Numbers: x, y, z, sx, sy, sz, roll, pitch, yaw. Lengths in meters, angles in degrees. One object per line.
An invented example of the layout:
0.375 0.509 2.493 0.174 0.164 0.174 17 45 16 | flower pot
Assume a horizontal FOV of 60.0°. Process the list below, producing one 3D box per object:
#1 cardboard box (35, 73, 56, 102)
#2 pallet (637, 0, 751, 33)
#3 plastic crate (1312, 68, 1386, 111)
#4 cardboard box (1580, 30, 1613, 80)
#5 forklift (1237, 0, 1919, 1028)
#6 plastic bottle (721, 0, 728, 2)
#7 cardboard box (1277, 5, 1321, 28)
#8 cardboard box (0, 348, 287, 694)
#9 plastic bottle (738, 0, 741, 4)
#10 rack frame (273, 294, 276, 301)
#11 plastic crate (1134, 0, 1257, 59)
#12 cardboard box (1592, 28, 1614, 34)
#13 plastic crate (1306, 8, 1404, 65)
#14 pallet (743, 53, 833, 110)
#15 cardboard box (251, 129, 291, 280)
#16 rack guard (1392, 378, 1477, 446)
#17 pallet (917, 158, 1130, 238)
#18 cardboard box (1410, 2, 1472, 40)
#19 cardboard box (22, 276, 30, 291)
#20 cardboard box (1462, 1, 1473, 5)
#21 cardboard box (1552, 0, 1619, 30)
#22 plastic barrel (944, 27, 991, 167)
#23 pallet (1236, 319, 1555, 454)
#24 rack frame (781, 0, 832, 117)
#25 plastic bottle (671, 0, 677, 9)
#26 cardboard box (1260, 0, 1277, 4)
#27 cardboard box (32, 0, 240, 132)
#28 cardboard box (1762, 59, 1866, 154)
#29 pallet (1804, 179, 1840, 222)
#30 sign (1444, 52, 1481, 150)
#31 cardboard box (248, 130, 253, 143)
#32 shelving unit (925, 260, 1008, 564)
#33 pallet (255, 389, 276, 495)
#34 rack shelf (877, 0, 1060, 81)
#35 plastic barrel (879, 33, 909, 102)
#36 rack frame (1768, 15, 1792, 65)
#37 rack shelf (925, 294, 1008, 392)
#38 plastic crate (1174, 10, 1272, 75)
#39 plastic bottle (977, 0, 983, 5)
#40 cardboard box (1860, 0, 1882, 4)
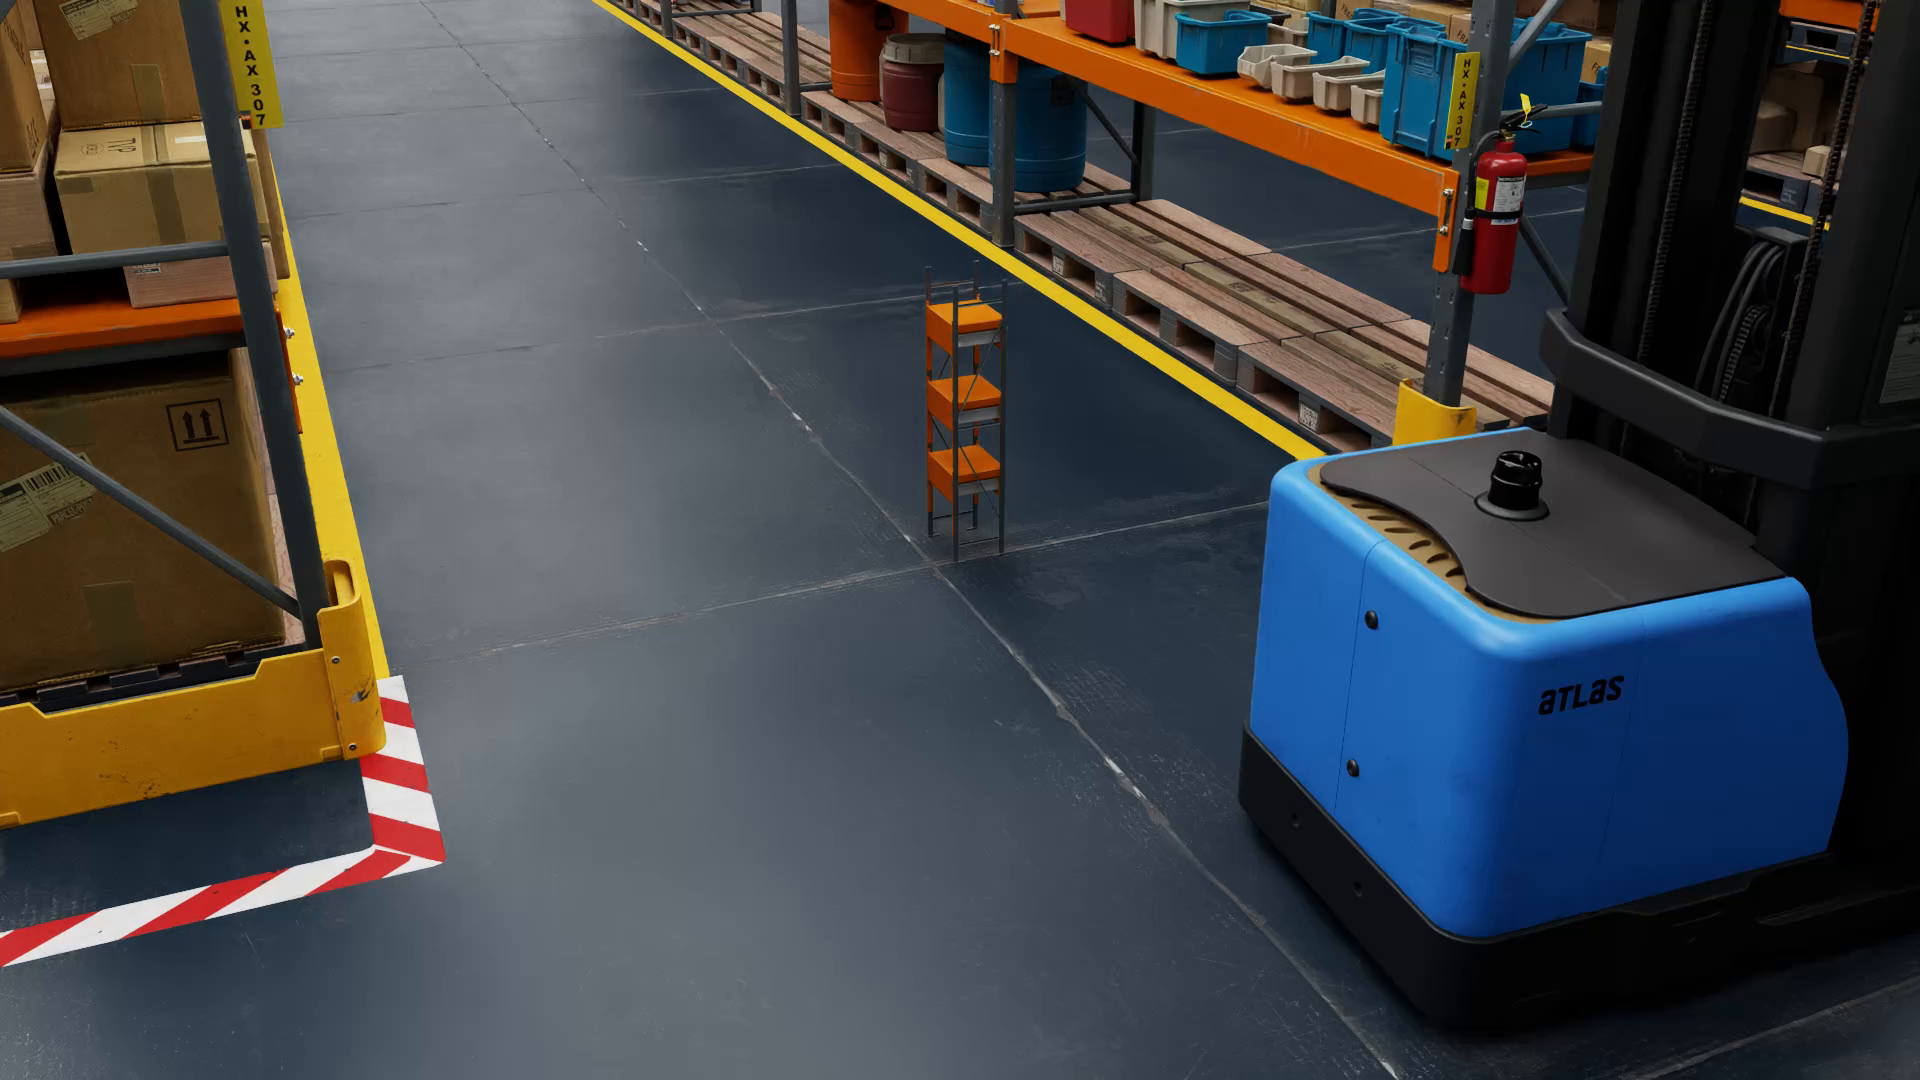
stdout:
-3.150 -1.322 5.372 0.500 0.250 0.500 -12 28 -22 | cardboard box
-2.685 -5.417 17.103 1.003 0.211 1.213 -11 28 -21 | pallet
1.653 -1.873 6.899 0.396 0.136 0.243 -11 28 -21 | plastic crate
4.589 -3.437 12.218 0.500 0.500 0.500 -10 28 -20 | cardboard box
2.343 -0.566 4.069 3.031 2.935 1.130 -9 27 -18 | forklift
-2.431 -5.680 17.058 0.061 0.283 0.133 -11 28 -21 | plastic bottle
3.235 -4.750 15.215 0.500 0.250 0.500 -10 28 -19 | cardboard box
-2.643 -0.174 5.131 0.875 0.875 0.875 -11 28 -21 | cardboard box
-2.222 -5.577 16.941 0.097 0.201 0.097 0 26 0 | plastic bottle
-3.885 -2.311 7.564 1.000 3.000 0.127 -11 28 -21 | rack frame
1.101 -2.487 7.992 0.437 0.282 0.530 -11 28 -21 | plastic crate
5.047 -3.536 12.422 0.500 0.500 0.500 -10 28 -20 | cardboard box
1.812 -2.308 7.680 0.416 0.233 0.300 -11 28 -21 | plastic crate
-1.162 -3.843 13.880 1.003 0.211 1.213 -11 28 -21 | pallet
-4.154 -1.800 8.460 1.225 0.875 0.875 -10 28 -20 | cardboard box
2.260 -0.416 6.533 1.175 0.500 0.348 -11 28 -21 | rack guard
0.409 -2.227 10.571 1.003 0.211 1.213 -11 28 -21 | pallet
3.983 -4.054 13.482 0.500 0.500 0.500 -11 28 -21 | cardboard box
-2.864 -0.775 4.704 0.380 0.149 0.250 -10 28 -20 | cardboard box
4.450 -4.154 13.687 0.500 0.500 0.500 -12 28 -22 | cardboard box
4.875 -4.064 12.647 0.500 0.250 0.500 -11 28 -20 | cardboard box
0.198 -2.916 10.716 0.600 0.901 0.708 -11 28 -21 | plastic barrel
1.952 -0.633 7.307 1.003 0.211 1.213 -11 28 -21 | pallet
-0.894 -4.777 12.614 1.000 3.000 0.127 -11 28 -21 | rack frame
-2.889 -5.424 16.629 0.097 0.201 0.097 0 26 0 | plastic bottle
3.024 -5.209 15.516 0.500 0.311 0.500 -11 28 -21 | cardboard box
-2.454 -1.541 4.965 0.500 0.500 0.500 -11 28 -22 | cardboard box
5.716 -2.904 11.127 0.500 0.500 0.500 -11 28 -21 | cardboard box
5.981 -1.987 10.080 1.003 0.211 1.213 -11 28 -21 | pallet
1.739 -1.519 5.757 0.100 0.325 0.005 -11 28 -21 | sign
-2.661 -1.415 5.560 0.500 0.250 0.500 -12 28 -22 | cardboard box
0.021 -0.450 5.975 0.215 1.050 0.252 -11 28 -21 | shelving unit
-3.177 -0.244 6.509 1.003 0.211 1.213 -11 28 -21 | pallet
-0.111 -3.646 11.118 1.077 0.370 4.000 -11 28 -21 | rack shelf
-0.383 -3.440 12.234 0.421 0.512 0.421 0 26 0 | plastic barrel
5.232 -4.011 11.047 1.000 3.000 0.127 -11 28 -21 | rack frame
0.021 -0.696 5.856 0.215 0.259 0.240 -11 28 -21 | rack shelf
1.199 -2.284 7.631 0.416 0.233 0.300 -11 28 -21 | plastic crate
0.150 -3.218 9.649 0.097 0.201 0.097 0 26 0 | plastic bottle
5.578 -3.395 9.671 0.500 0.500 0.500 -11 28 -21 | cardboard box
